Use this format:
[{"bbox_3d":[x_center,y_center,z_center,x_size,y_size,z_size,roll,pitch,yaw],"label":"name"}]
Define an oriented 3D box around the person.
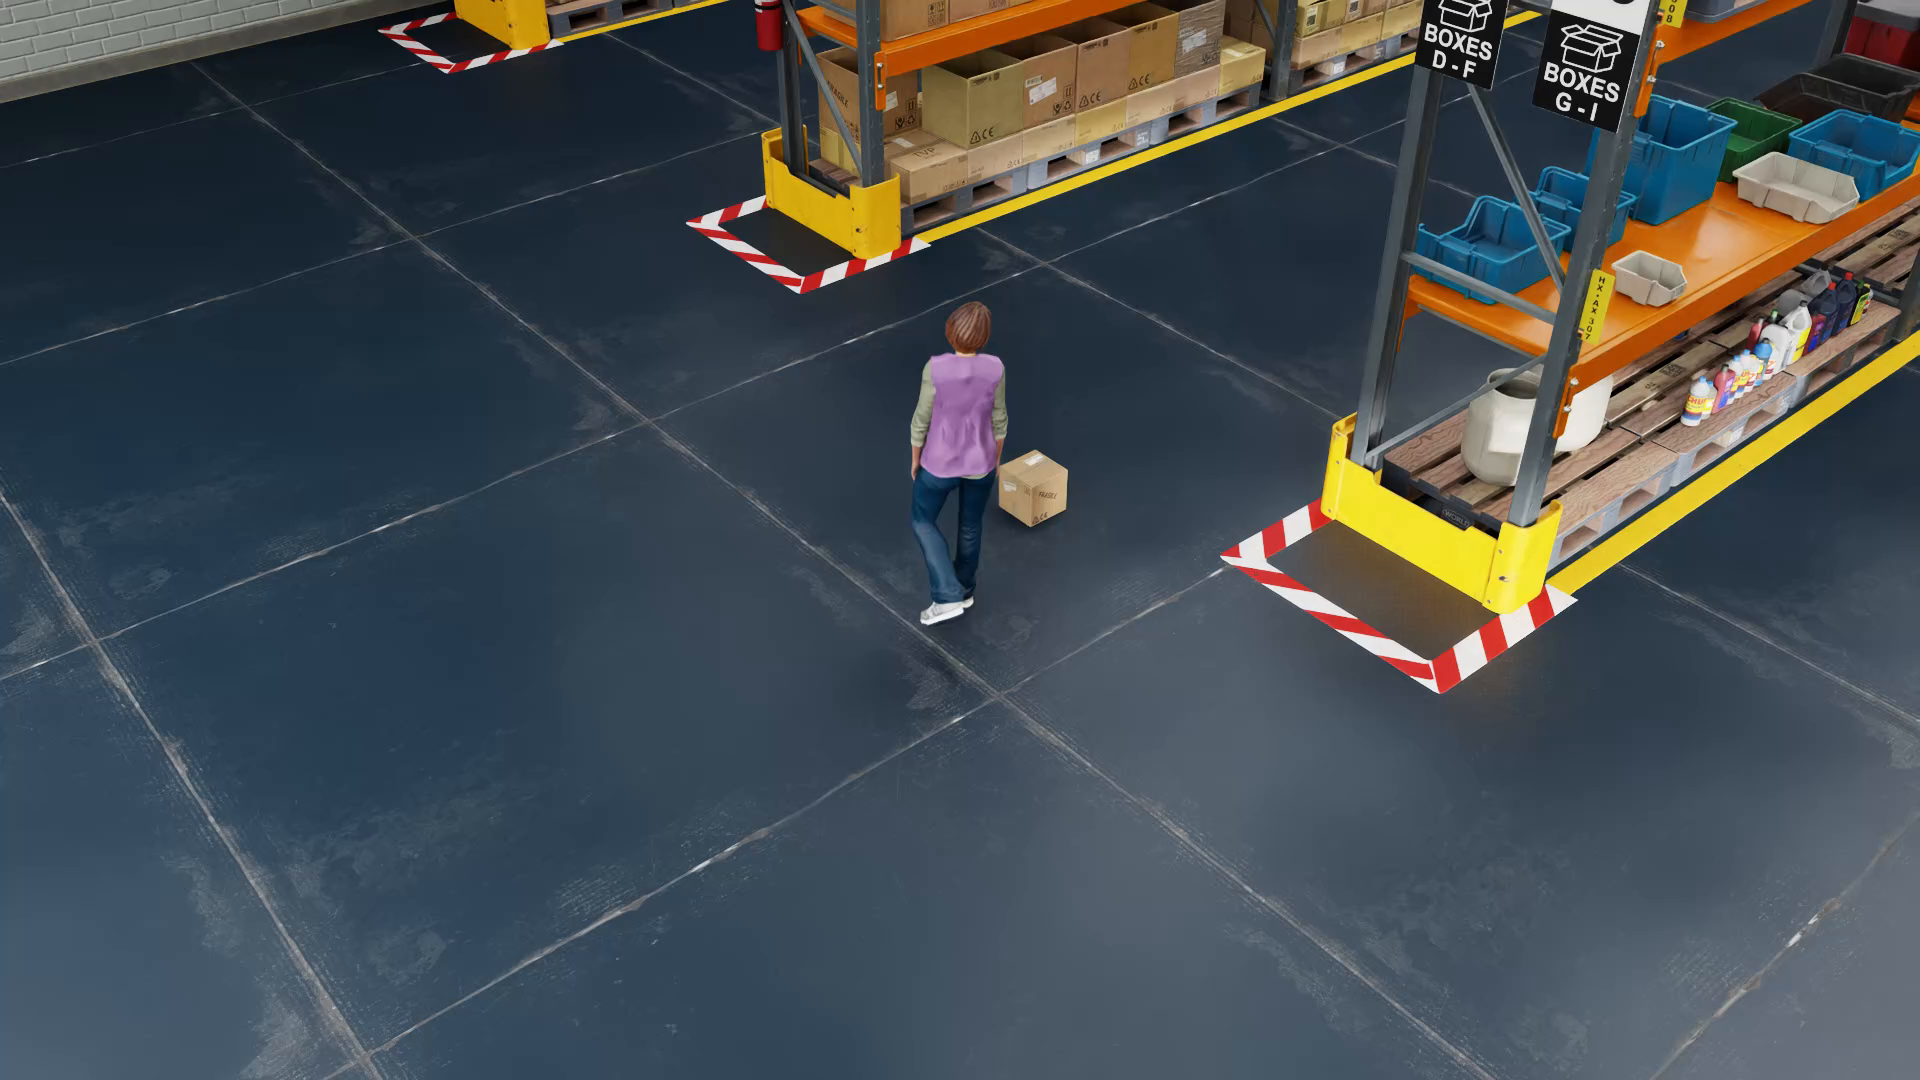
[{"bbox_3d":[0.010,-0.290,7.461,0.447,1.581,0.561,-7,37,-9],"label":"person"}]
